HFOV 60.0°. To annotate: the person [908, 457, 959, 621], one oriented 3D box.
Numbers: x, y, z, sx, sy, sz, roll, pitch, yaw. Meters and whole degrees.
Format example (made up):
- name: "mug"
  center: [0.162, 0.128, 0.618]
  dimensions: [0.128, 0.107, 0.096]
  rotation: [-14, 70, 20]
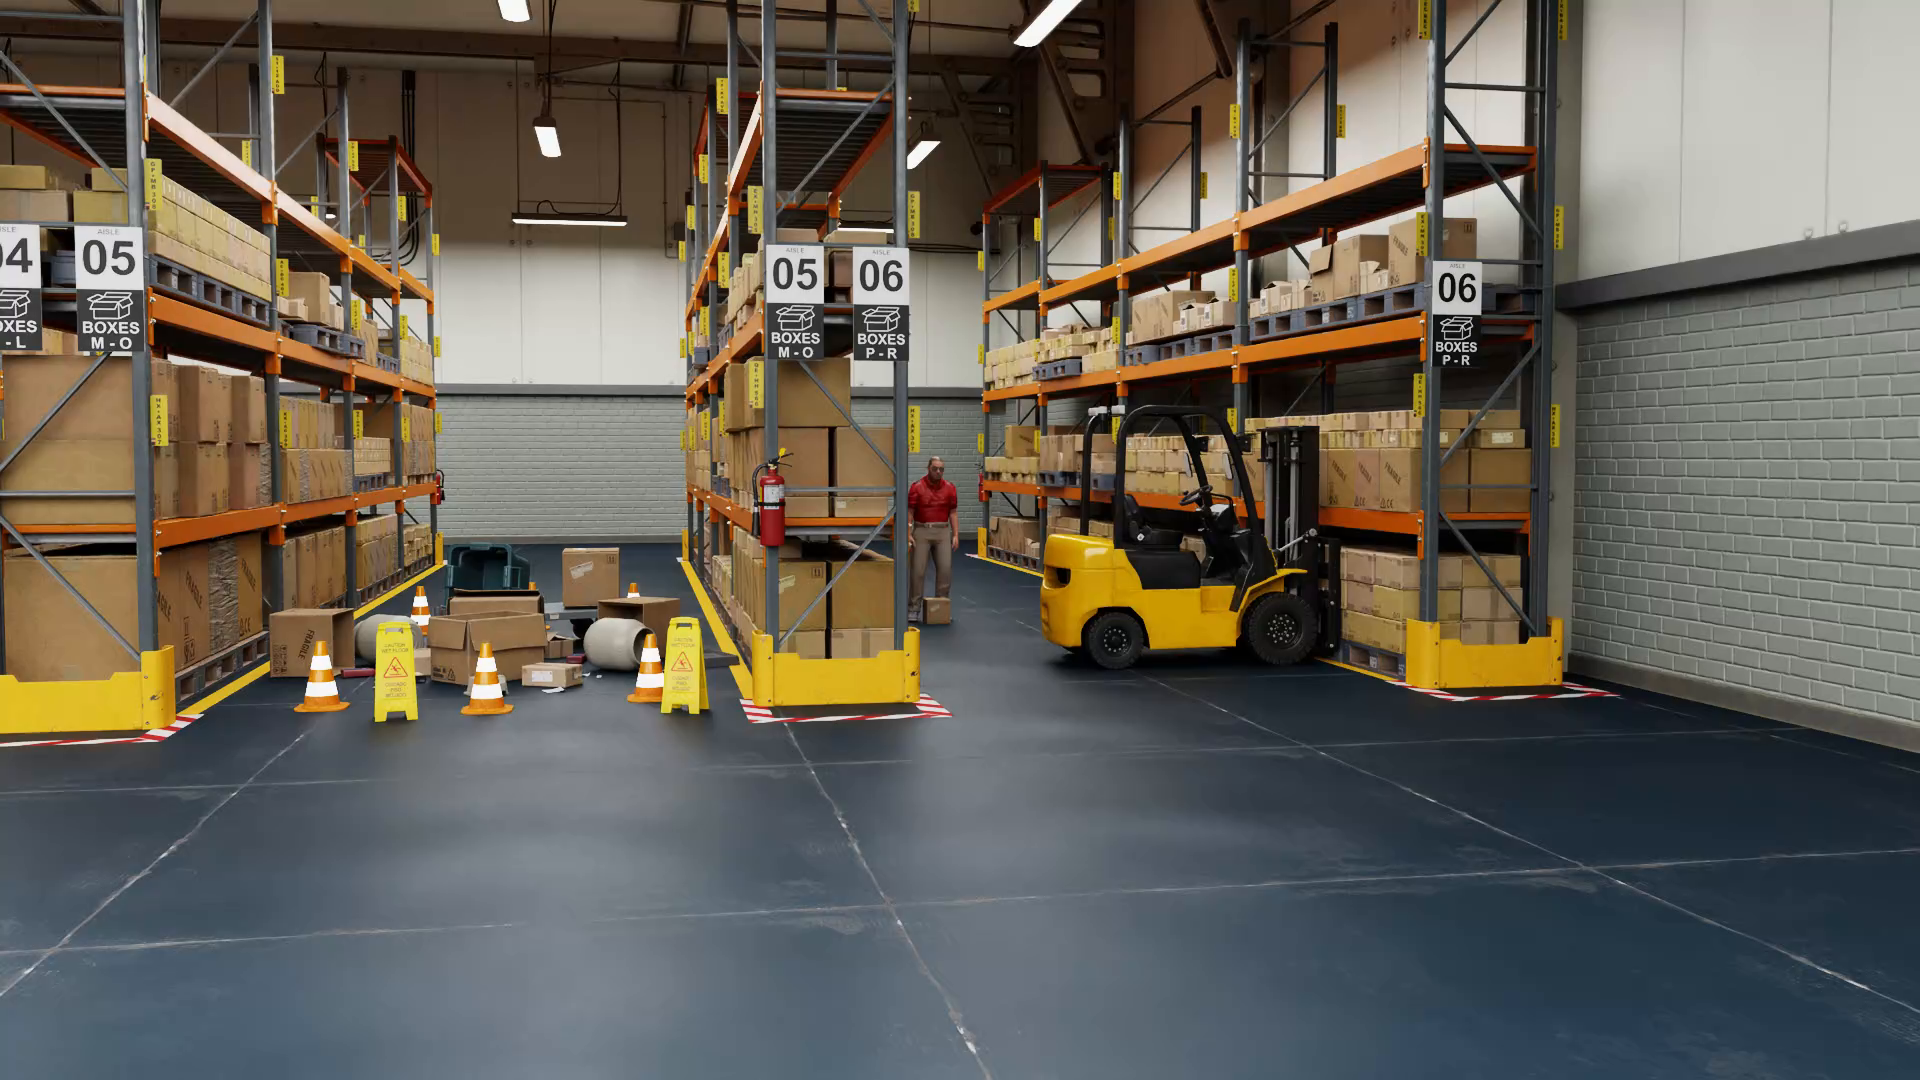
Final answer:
- name: "person"
  center: [-0.296, -0.015, 17.523]
  dimensions: [0.602, 1.726, 0.407]
  rotation: [-1, 3, -15]
